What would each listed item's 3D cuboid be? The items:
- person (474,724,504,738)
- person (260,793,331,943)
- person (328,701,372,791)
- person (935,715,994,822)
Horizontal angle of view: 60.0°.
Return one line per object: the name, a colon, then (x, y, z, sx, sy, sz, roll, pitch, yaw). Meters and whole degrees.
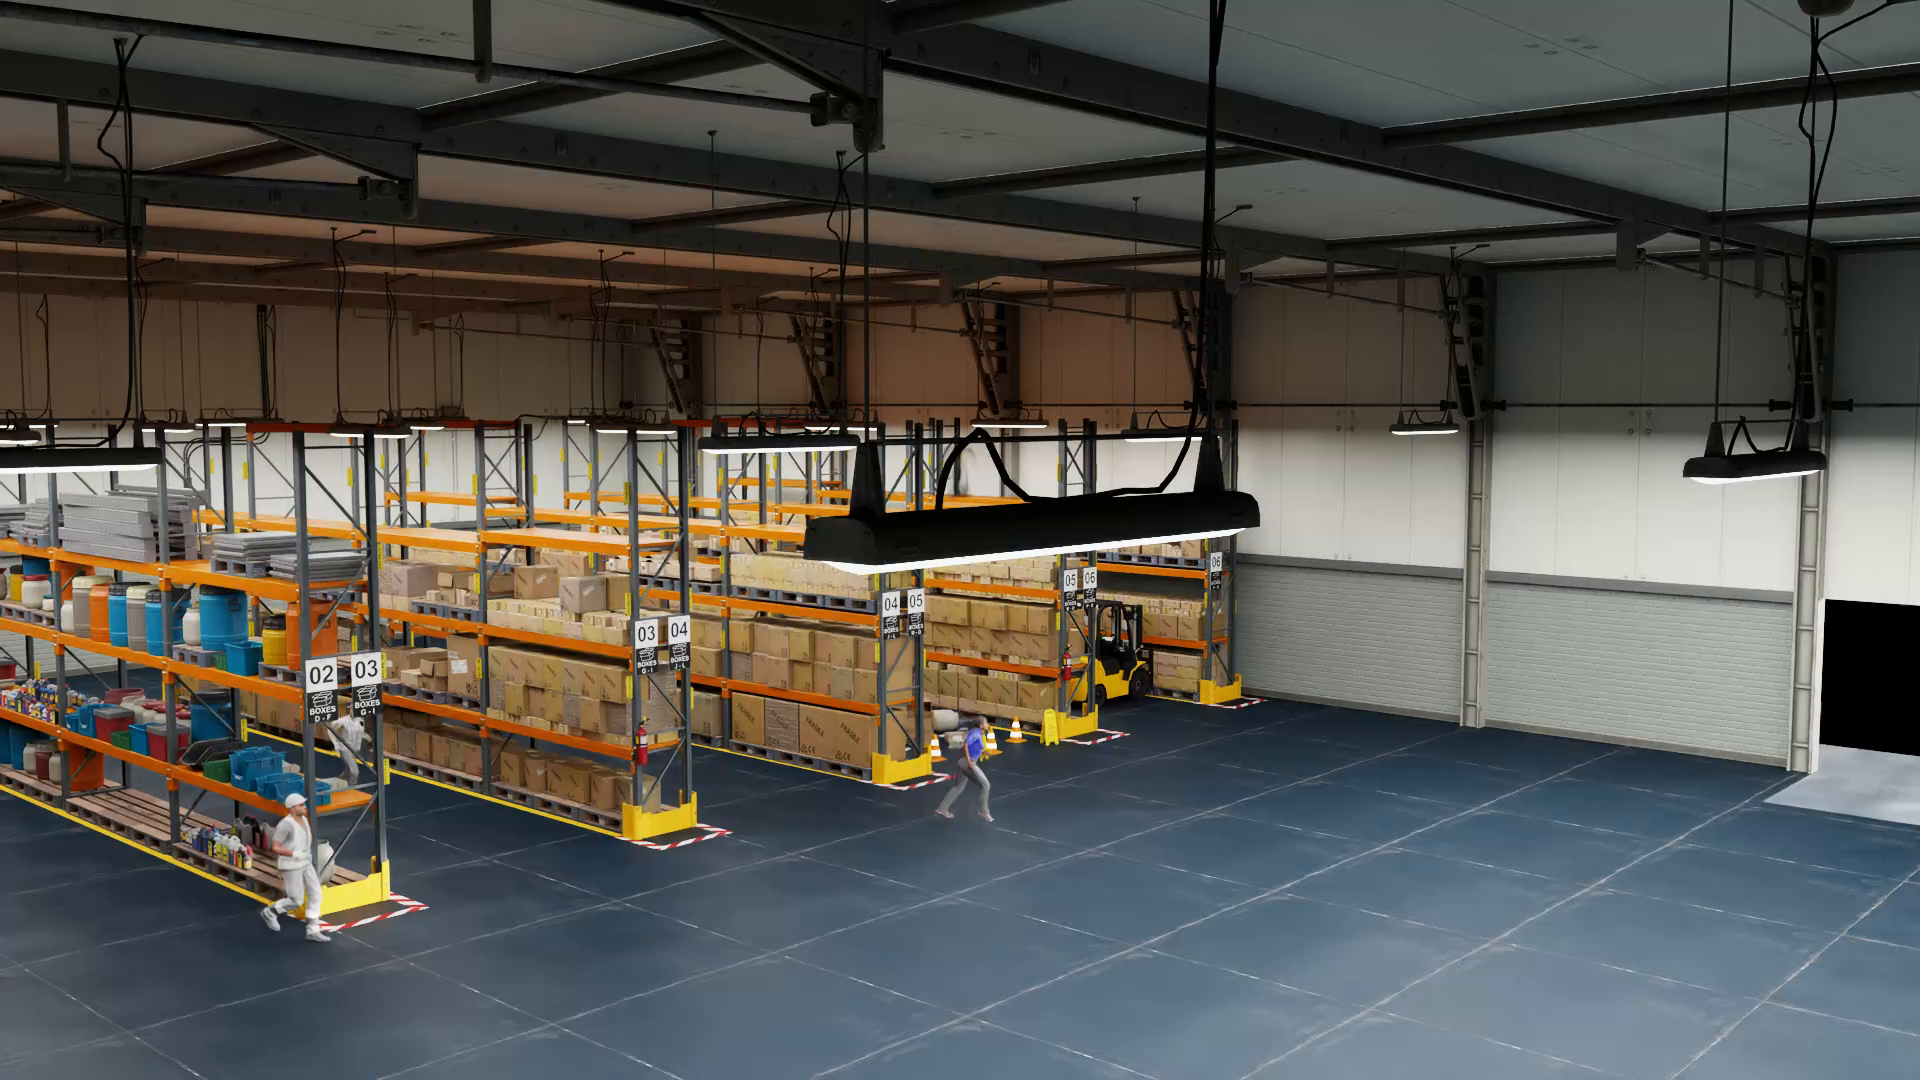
person: (-8.848, 2.981, 31.234, 1.007, 1.681, 0.696, 4, 6, 42)
person: (-7.850, 3.858, 19.580, 0.843, 1.780, 0.697, 1, 5, 11)
person: (-9.628, 3.367, 26.259, 0.832, 1.744, 0.546, 2, 5, 26)
person: (0.089, 3.479, 25.191, 0.878, 1.652, 0.571, -1, 5, -11)
